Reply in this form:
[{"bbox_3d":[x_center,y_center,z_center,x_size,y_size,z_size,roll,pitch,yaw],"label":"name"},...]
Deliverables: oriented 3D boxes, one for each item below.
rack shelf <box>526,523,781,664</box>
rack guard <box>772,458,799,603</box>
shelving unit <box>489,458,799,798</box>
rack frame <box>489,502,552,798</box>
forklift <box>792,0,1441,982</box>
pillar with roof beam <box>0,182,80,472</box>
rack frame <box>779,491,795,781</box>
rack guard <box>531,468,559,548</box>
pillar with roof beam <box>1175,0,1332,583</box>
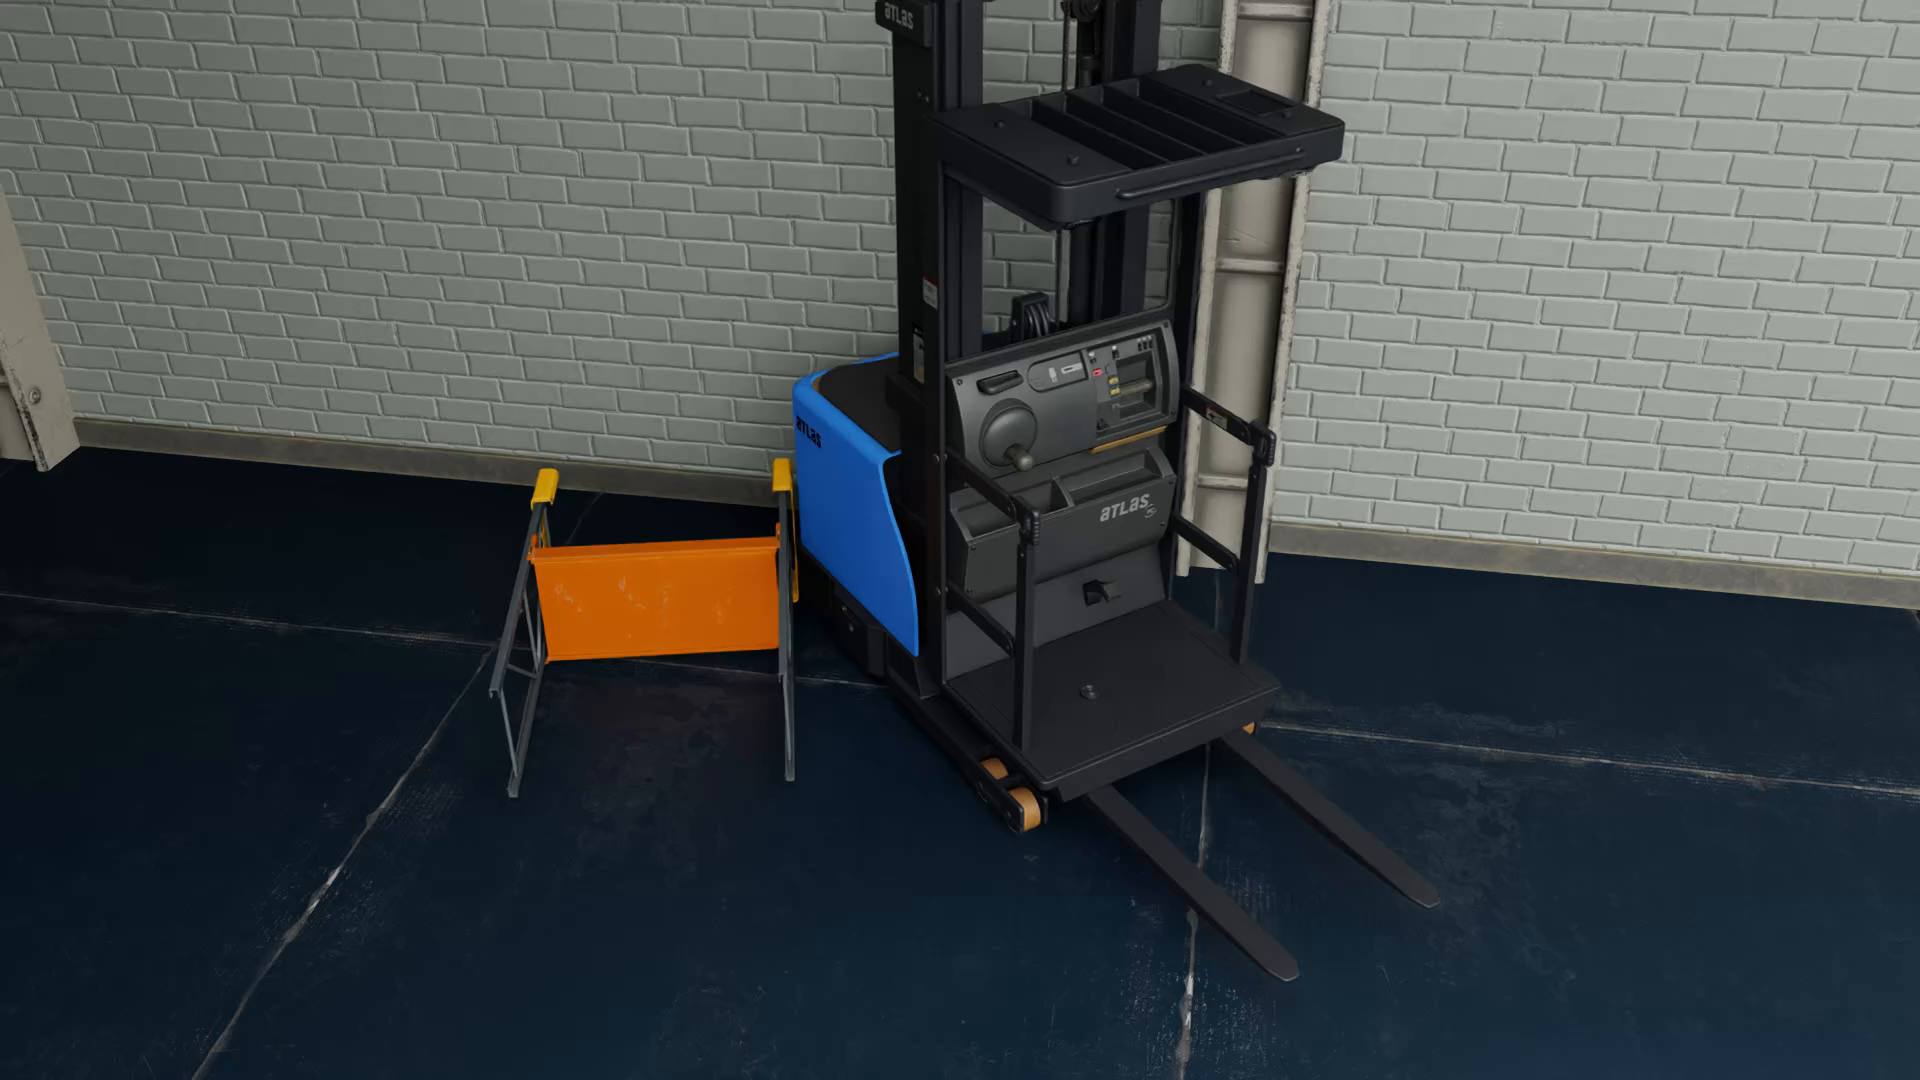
[{"bbox_3d":[-1.224,0.221,6.820,1.000,0.538,0.185,-3,32,-4],"label":"rack shelf"},{"bbox_3d":[-0.759,-0.039,7.234,0.087,0.587,0.250,-3,32,-4],"label":"rack guard"},{"bbox_3d":[-1.198,0.315,6.668,1.083,0.587,1.500,-3,32,-4],"label":"shelving unit"},{"bbox_3d":[-1.714,0.340,6.628,0.032,0.500,1.500,-3,32,-4],"label":"rack frame"},{"bbox_3d":[0.499,-0.462,5.726,1.130,2.935,3.031,-18,36,-26],"label":"forklift"},{"bbox_3d":[-5.449,-2.002,2.467,0.400,9.000,9.100,5,32,8],"label":"pillar with roof beam"},{"bbox_3d":[-0.701,0.291,6.707,0.032,0.500,1.500,-3,32,-4],"label":"rack frame"},{"bbox_3d":[-1.751,0.009,7.158,0.087,0.587,0.250,-3,32,-4],"label":"rack guard"},{"bbox_3d":[0.466,-1.466,1.611,0.400,9.000,9.100,5,32,8],"label":"pillar with roof beam"}]
